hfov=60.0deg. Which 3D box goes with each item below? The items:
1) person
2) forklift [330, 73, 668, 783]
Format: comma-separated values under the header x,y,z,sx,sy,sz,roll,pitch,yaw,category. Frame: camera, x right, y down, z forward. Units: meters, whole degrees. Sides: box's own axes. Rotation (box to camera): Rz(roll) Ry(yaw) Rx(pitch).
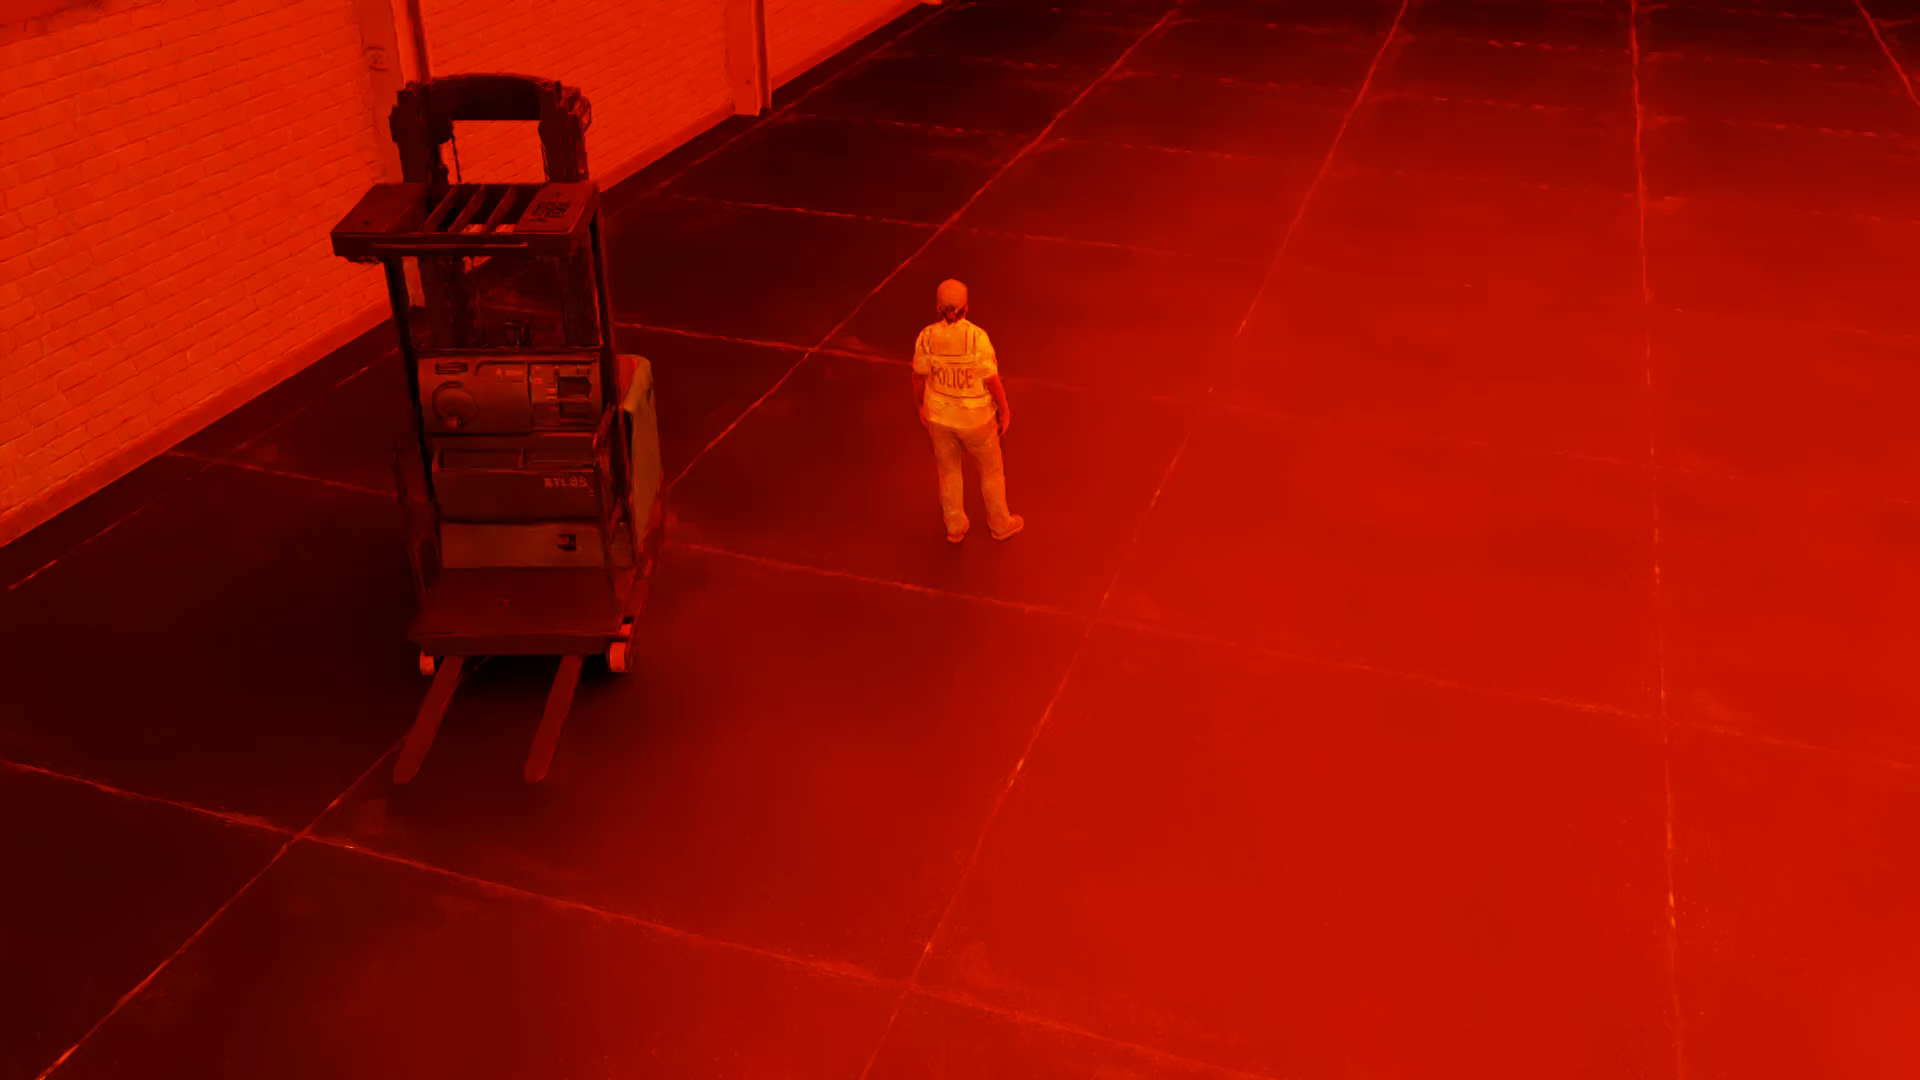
x,y,z,sx,sy,sz,roll,pitch,yaw,category
0.046,-0.763,9.736,0.598,1.669,0.529,10,31,16,person
-2.311,-0.714,8.388,1.130,2.935,3.031,-1,30,-1,forklift
